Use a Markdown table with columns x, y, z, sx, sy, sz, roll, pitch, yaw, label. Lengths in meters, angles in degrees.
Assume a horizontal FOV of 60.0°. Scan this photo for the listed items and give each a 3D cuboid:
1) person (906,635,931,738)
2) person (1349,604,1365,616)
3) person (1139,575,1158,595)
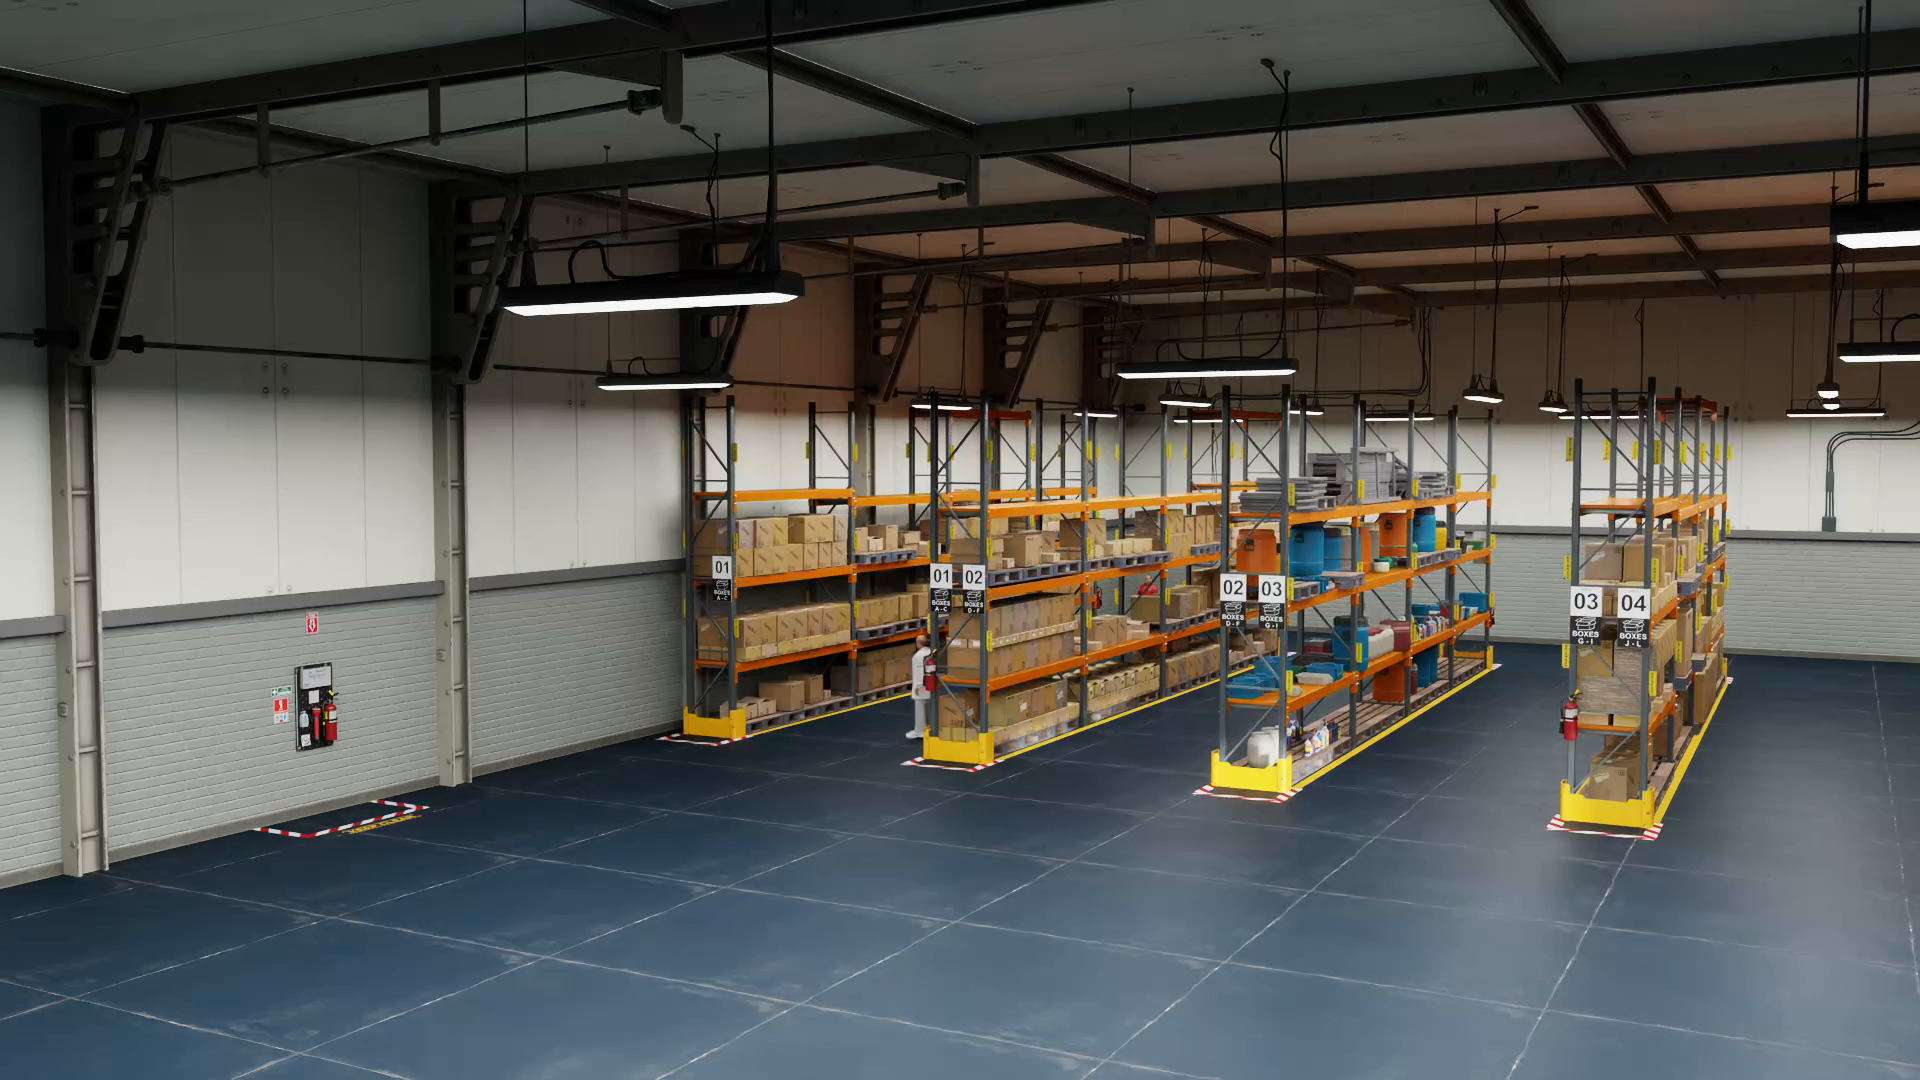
| x | y | z | sx | sy | sz | roll | pitch | yaw | label |
| --- | --- | --- | --- | --- | --- | --- | --- | --- | --- |
| -0.695 | 2.561 | 29.253 | 0.442 | 1.784 | 0.639 | 1 | 3 | 21 | person |
| 9.068 | 2.228 | 37.938 | 0.537 | 1.668 | 0.724 | 2 | 4 | 33 | person |
| 5.054 | 1.840 | 44.633 | 0.540 | 1.631 | 0.710 | 0 | 3 | 1 | person |
